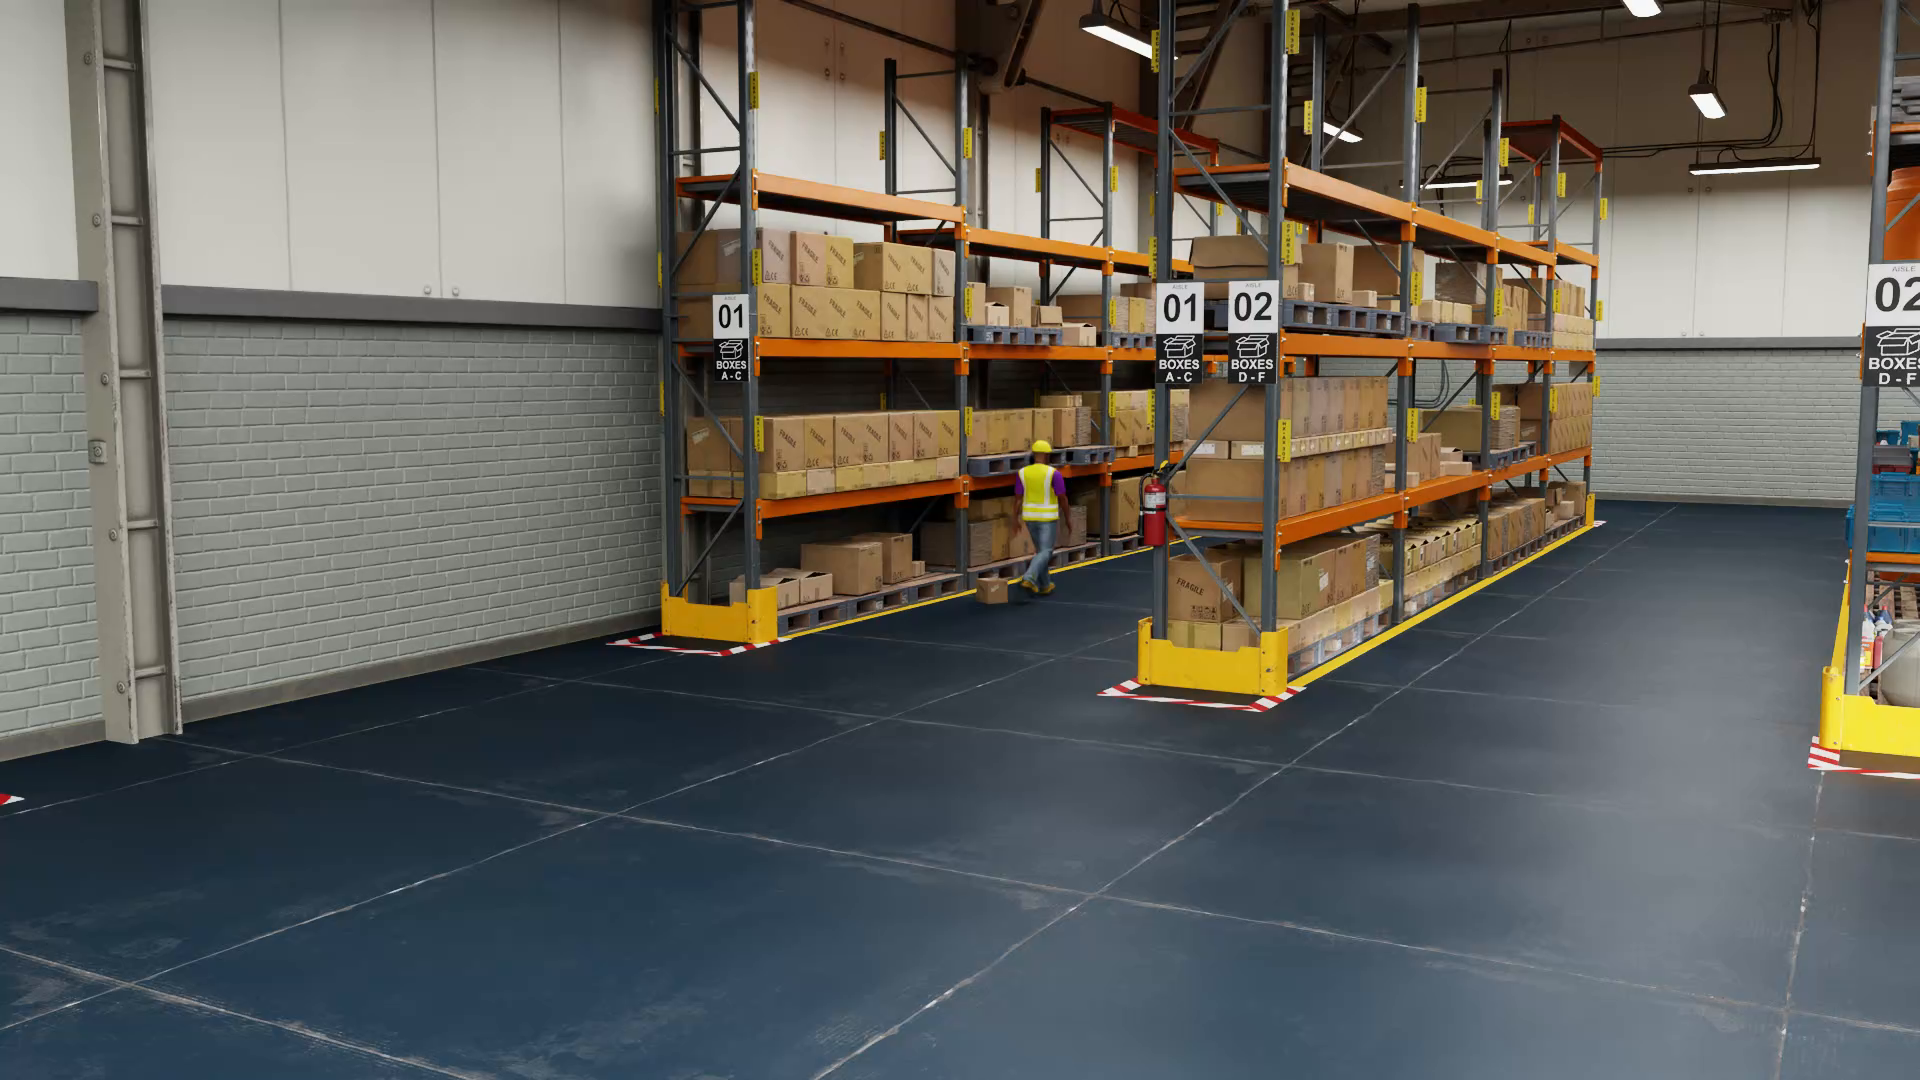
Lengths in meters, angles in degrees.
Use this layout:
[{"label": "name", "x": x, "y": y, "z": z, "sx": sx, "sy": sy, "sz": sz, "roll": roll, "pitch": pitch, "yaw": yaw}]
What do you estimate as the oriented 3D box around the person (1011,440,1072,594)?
[{"label": "person", "x": 0.905, "y": -0.229, "z": 18.282, "sx": 0.626, "sy": 1.730, "sz": 1.007, "roll": 4, "pitch": 7, "yaw": 31}]
